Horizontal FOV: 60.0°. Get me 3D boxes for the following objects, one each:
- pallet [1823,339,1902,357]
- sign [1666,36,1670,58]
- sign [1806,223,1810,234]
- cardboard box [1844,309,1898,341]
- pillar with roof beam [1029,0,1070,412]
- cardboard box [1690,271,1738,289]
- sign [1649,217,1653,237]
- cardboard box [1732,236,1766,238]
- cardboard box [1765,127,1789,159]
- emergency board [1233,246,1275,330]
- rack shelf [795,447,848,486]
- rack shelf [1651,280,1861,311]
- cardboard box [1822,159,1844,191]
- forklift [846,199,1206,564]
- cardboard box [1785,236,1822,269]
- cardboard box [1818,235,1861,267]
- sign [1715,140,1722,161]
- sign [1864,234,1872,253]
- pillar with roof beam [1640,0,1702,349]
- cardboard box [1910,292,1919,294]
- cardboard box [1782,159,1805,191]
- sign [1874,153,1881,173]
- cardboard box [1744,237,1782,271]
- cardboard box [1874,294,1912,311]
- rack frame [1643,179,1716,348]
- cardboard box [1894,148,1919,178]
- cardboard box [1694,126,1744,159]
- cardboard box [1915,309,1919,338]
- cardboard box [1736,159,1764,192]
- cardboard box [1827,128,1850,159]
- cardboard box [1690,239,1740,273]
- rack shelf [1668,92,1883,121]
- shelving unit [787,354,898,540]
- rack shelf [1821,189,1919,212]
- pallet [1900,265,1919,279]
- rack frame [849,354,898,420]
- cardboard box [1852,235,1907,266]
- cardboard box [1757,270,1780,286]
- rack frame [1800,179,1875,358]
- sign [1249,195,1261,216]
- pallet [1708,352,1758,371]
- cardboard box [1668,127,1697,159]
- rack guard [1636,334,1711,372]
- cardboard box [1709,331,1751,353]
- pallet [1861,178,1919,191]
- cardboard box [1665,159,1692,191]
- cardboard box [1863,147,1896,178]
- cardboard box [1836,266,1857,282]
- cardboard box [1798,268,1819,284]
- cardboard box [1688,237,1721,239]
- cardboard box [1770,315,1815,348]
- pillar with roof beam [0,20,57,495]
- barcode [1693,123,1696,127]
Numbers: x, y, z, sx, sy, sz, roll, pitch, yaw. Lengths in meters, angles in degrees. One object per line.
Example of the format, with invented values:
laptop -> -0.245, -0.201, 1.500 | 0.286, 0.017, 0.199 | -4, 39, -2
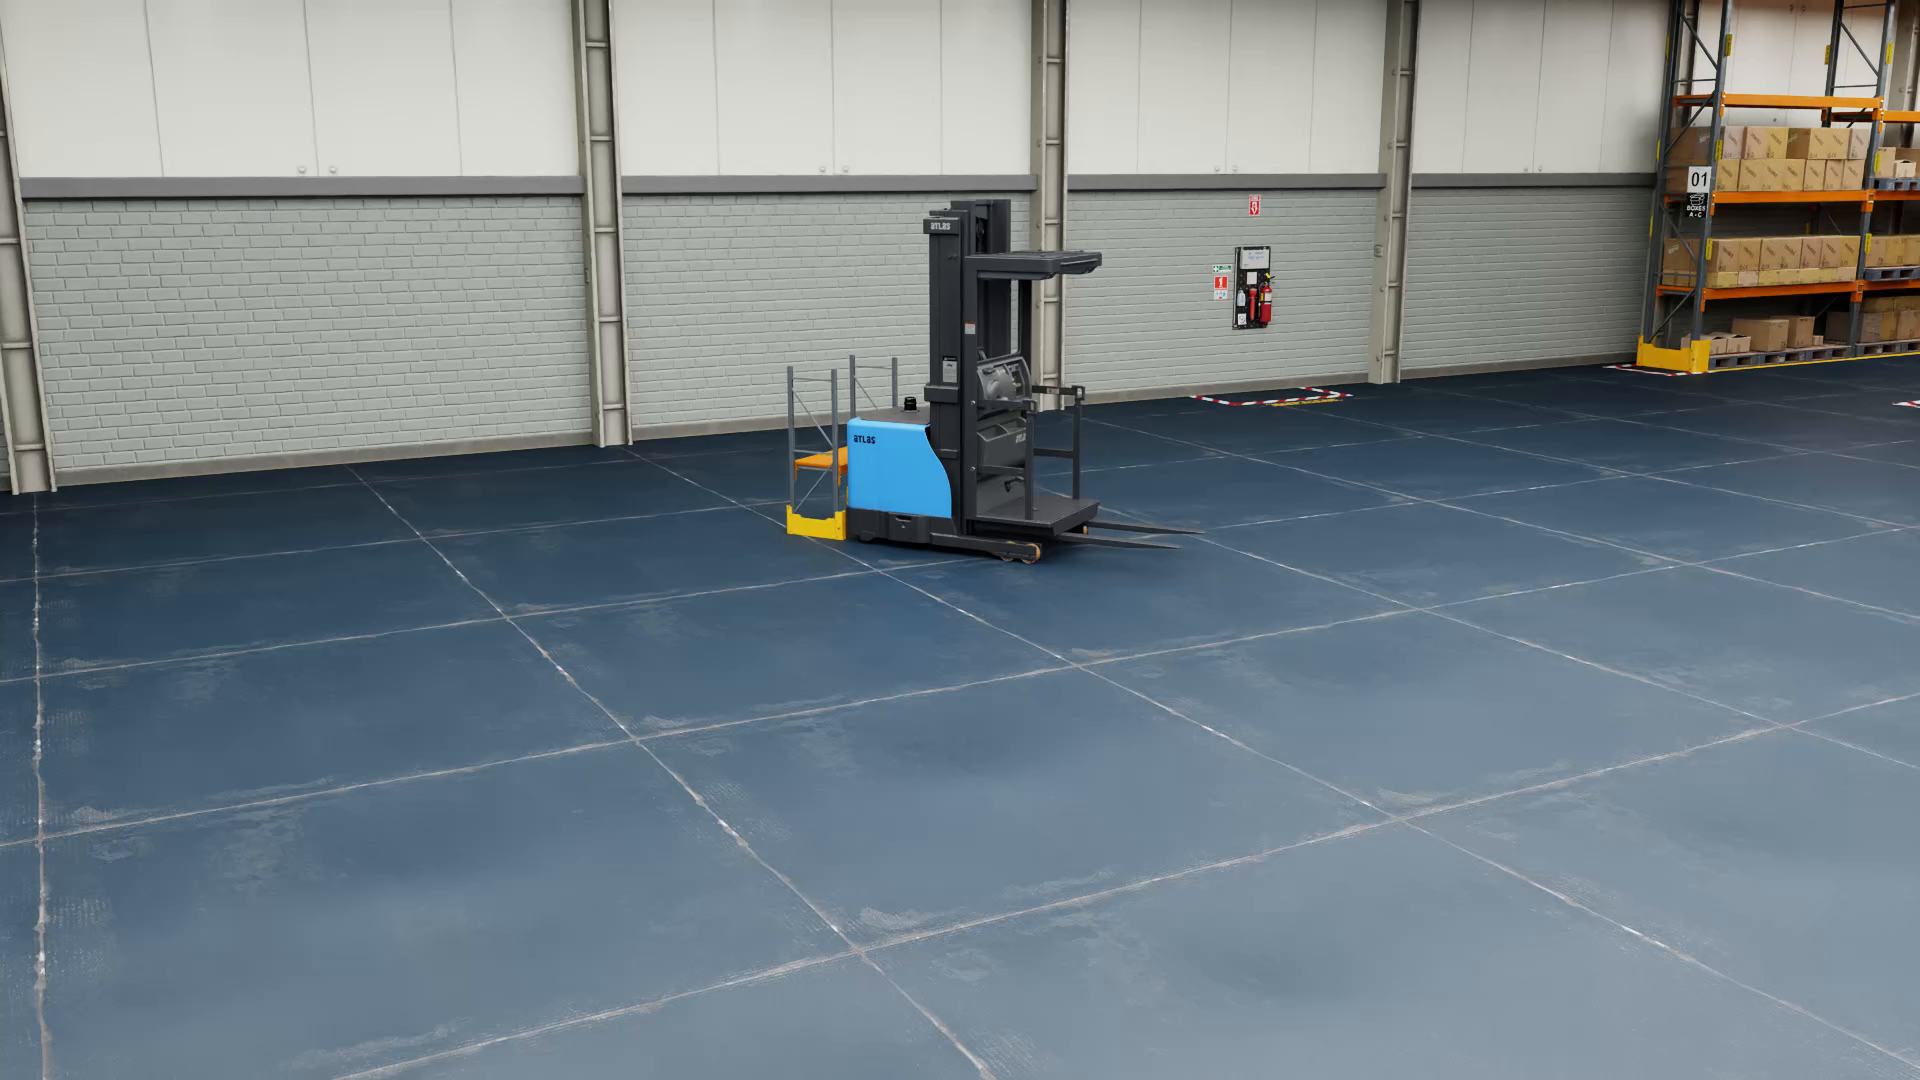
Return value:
pallet -> 15.689, -3.393, 29.205 | 1.213, 0.211, 1.003 | -7, 14, -28
sign -> 11.247, -7.819, 26.370 | 0.005, 0.325, 0.100 | -7, 14, -28
sign -> 14.737, -5.343, 28.880 | 0.005, 0.325, 0.100 | -7, 14, -28
cardboard box -> 16.074, -3.811, 29.403 | 0.500, 0.500, 0.700 | -7, 15, -29
pillar with roof beam -> 3.225, -5.326, 17.777 | 0.400, 9.000, 9.100 | -7, 14, -28
cardboard box -> 12.076, -4.177, 26.634 | 0.500, 0.250, 0.500 | -7, 15, -29
sign -> 11.247, -5.079, 26.987 | 0.005, 0.325, 0.100 | -7, 14, -28
cardboard box -> 13.147, -4.803, 27.706 | 0.500, 0.500, 0.500 | -7, 14, -27
cardboard box -> 12.859, -6.353, 26.624 | 0.500, 0.500, 0.500 | -6, 14, -26
emergency board -> 4.241, -3.607, 23.805 | 0.643, 1.169, 0.194 | -7, 14, -28
rack shelf -> -1.042, -0.687, 15.065 | 0.538, 0.185, 1.000 | 7, 14, 28
rack shelf -> 13.251, -4.110, 27.678 | 4.000, 0.370, 1.077 | -7, 14, -28
cardboard box -> 14.231, -6.042, 27.518 | 0.500, 0.500, 0.500 | -8, 15, -33
forklift -> 0.558, -1.367, 14.008 | 3.031, 2.935, 1.130 | 6, 14, 26
cardboard box -> 13.857, -4.760, 27.516 | 0.500, 0.500, 0.500 | -7, 15, -29
cardboard box -> 14.739, -4.864, 27.980 | 0.500, 0.500, 0.500 | -7, 14, -28
sign -> 11.755, -6.036, 25.774 | 0.005, 0.325, 0.100 | -7, 14, -28
sign -> 15.273, -4.990, 27.978 | 0.005, 0.325, 0.100 | -7, 14, -28
pillar with roof beam -> 13.758, -6.588, 23.387 | 0.400, 9.000, 9.100 | -7, 14, -28
cardboard box -> 17.380, -4.319, 29.953 | 0.500, 0.250, 0.500 | -7, 14, -27
cardboard box -> 13.311, -5.925, 26.999 | 0.500, 0.500, 0.500 | -6, 14, -24
sign -> 15.273, -6.283, 27.687 | 0.005, 0.325, 0.100 | -7, 14, -28
cardboard box -> 12.953, -4.648, 27.020 | 0.500, 0.500, 0.500 | -7, 15, -30
cardboard box -> 16.484, -4.215, 29.491 | 0.500, 0.250, 0.500 | -7, 15, -29
rack frame -> 11.495, -4.250, 26.664 | 0.127, 3.000, 1.000 | -7, 14, -28
cardboard box -> 16.607, -6.560, 28.911 | 0.500, 0.500, 0.500 | -7, 15, -30
cardboard box -> 11.950, -6.254, 26.184 | 0.500, 0.500, 0.500 | -8, 15, -32
cardboard box -> 16.980, -3.912, 29.851 | 0.500, 0.500, 0.700 | -7, 14, -28
cardboard box -> 12.397, -5.809, 26.484 | 0.500, 0.500, 0.500 | -6, 14, -24
cardboard box -> 14.218, -6.516, 27.348 | 0.500, 0.500, 0.500 | -6, 14, -25
cardboard box -> 12.058, -4.545, 26.562 | 0.500, 0.500, 0.500 | -7, 14, -28
rack shelf -> 13.251, -7.035, 27.020 | 4.000, 0.370, 1.077 | -7, 14, -28
shelving unit -> -1.037, -0.864, 15.033 | 0.587, 1.500, 1.083 | 7, 14, 28
rack shelf -> 16.762, -5.994, 29.218 | 4.000, 0.370, 1.077 | -7, 14, -28
pallet -> 16.799, -4.782, 29.464 | 1.213, 0.211, 1.003 | -7, 14, -28
rack frame -> -0.798, -0.960, 15.461 | 0.500, 1.500, 0.032 | 7, 14, 28
cardboard box -> 15.963, -5.039, 28.938 | 0.500, 0.500, 0.700 | -5, 14, -22
cardboard box -> 12.975, -4.287, 27.122 | 0.500, 0.250, 0.500 | -7, 15, -29
rack frame -> 15.006, -4.671, 28.534 | 0.127, 3.000, 1.000 | -7, 14, -28
sign -> 4.187, -4.756, 23.632 | 0.199, 0.298, 0.001 | -7, 14, -28
pallet -> 12.292, -2.977, 27.355 | 1.213, 0.211, 1.003 | -7, 14, -28
cardboard box -> 11.748, -6.356, 26.637 | 0.500, 0.500, 0.500 | -6, 14, -25
rack guard -> 11.562, -3.039, 26.974 | 0.348, 0.500, 1.175 | -7, 14, -28
cardboard box -> 12.646, -3.269, 27.424 | 0.500, 0.311, 0.500 | -6, 14, -23
pallet -> 15.599, -6.087, 28.422 | 1.003, 0.211, 1.213 | -7, 14, -28
cardboard box -> 11.740, -5.865, 26.733 | 0.500, 0.500, 0.500 | -6, 14, -24
cardboard box -> 15.524, -6.430, 28.334 | 0.500, 0.500, 0.500 | -5, 13, -20
cardboard box -> 14.736, -4.500, 28.067 | 0.500, 0.250, 0.500 | -7, 14, -28
cardboard box -> 13.860, -4.393, 27.593 | 0.500, 0.250, 0.500 | -7, 14, -28
cardboard box -> 12.254, -4.694, 27.225 | 0.500, 0.500, 0.500 | -7, 14, -27
cardboard box -> 14.114, -3.549, 28.241 | 0.500, 0.500, 0.500 | -8, 15, -32
pillar with roof beam -> -7.308, -4.063, 12.168 | 0.400, 9.000, 9.100 | -7, 14, -28
barcode -> 11.879, -6.714, 26.908 | 0.075, 0.075, 0.001 | -7, 14, -28
